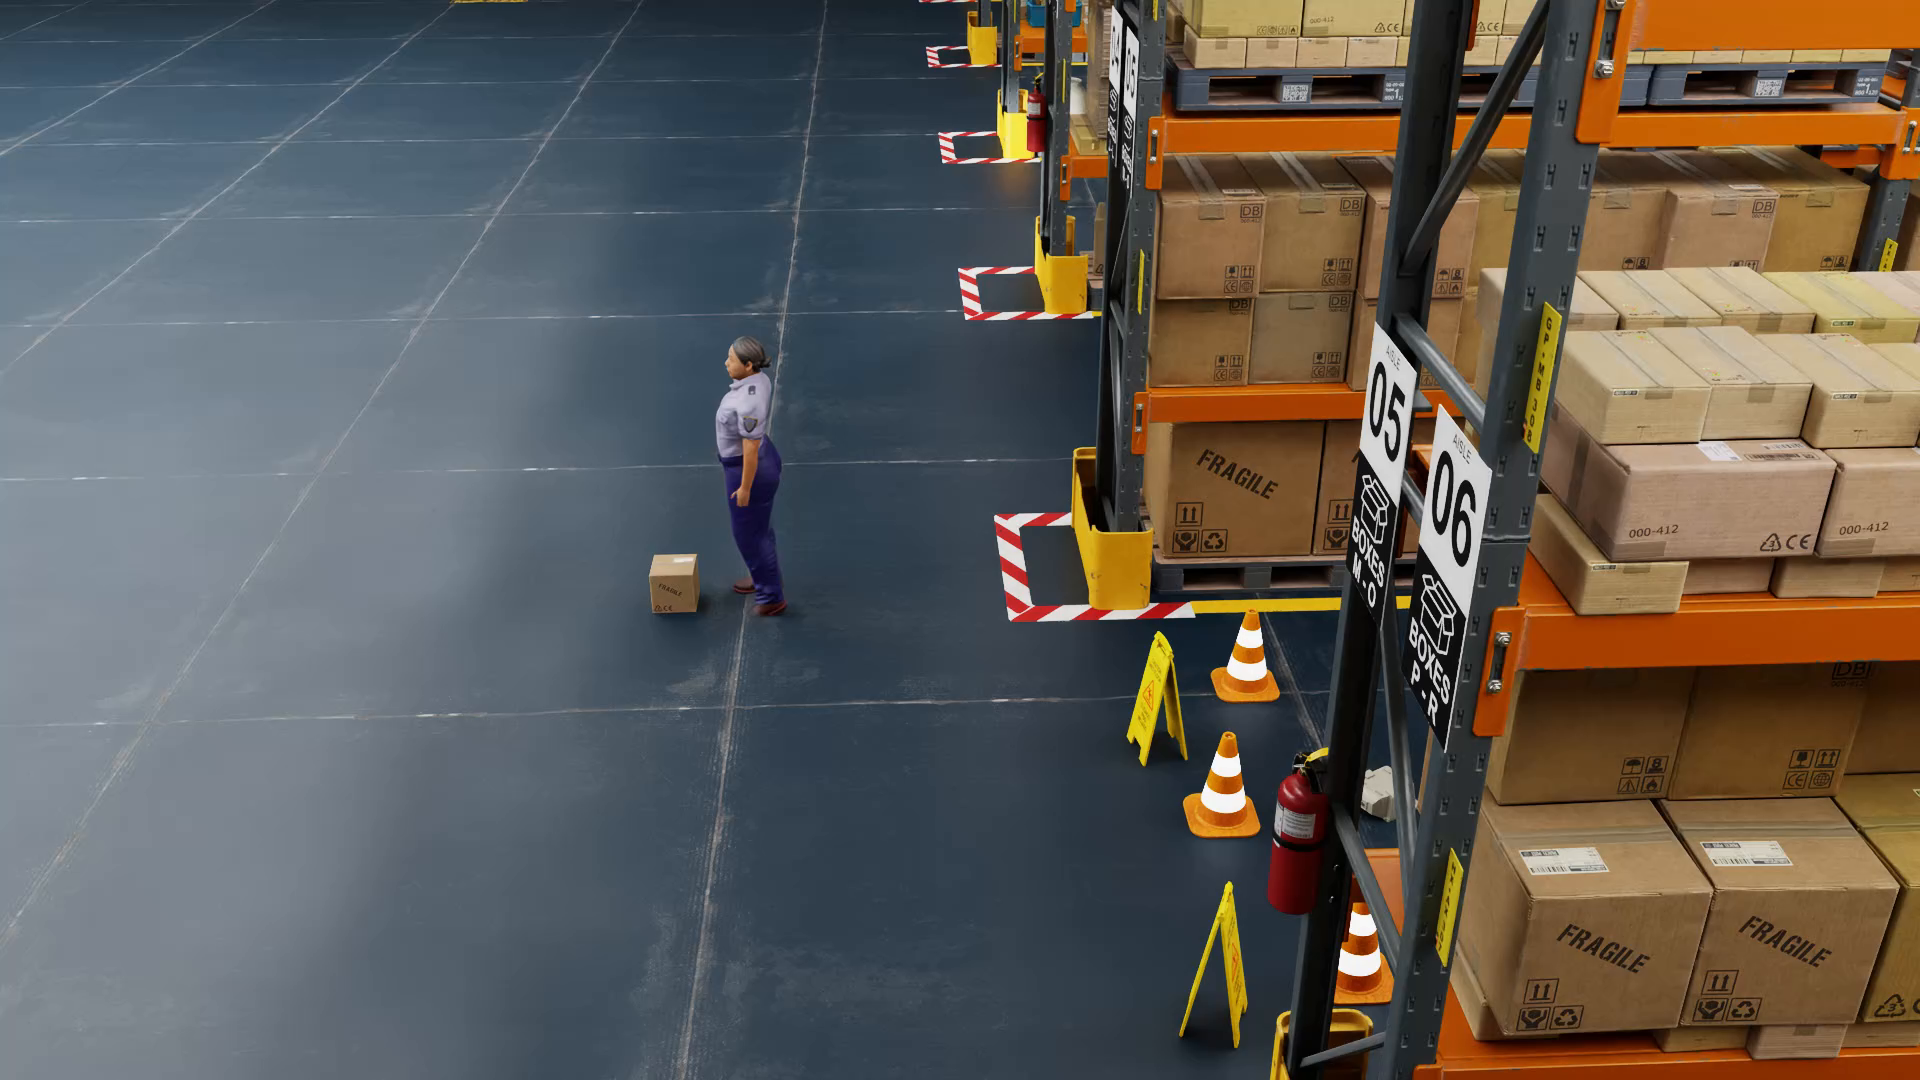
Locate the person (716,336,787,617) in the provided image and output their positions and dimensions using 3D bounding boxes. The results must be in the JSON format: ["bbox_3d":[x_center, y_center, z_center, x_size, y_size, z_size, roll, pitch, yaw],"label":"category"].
[{"bbox_3d":[-1.177,-0.347,9.353,0.351,1.691,0.467,-1,28,-1],"label":"person"}]
